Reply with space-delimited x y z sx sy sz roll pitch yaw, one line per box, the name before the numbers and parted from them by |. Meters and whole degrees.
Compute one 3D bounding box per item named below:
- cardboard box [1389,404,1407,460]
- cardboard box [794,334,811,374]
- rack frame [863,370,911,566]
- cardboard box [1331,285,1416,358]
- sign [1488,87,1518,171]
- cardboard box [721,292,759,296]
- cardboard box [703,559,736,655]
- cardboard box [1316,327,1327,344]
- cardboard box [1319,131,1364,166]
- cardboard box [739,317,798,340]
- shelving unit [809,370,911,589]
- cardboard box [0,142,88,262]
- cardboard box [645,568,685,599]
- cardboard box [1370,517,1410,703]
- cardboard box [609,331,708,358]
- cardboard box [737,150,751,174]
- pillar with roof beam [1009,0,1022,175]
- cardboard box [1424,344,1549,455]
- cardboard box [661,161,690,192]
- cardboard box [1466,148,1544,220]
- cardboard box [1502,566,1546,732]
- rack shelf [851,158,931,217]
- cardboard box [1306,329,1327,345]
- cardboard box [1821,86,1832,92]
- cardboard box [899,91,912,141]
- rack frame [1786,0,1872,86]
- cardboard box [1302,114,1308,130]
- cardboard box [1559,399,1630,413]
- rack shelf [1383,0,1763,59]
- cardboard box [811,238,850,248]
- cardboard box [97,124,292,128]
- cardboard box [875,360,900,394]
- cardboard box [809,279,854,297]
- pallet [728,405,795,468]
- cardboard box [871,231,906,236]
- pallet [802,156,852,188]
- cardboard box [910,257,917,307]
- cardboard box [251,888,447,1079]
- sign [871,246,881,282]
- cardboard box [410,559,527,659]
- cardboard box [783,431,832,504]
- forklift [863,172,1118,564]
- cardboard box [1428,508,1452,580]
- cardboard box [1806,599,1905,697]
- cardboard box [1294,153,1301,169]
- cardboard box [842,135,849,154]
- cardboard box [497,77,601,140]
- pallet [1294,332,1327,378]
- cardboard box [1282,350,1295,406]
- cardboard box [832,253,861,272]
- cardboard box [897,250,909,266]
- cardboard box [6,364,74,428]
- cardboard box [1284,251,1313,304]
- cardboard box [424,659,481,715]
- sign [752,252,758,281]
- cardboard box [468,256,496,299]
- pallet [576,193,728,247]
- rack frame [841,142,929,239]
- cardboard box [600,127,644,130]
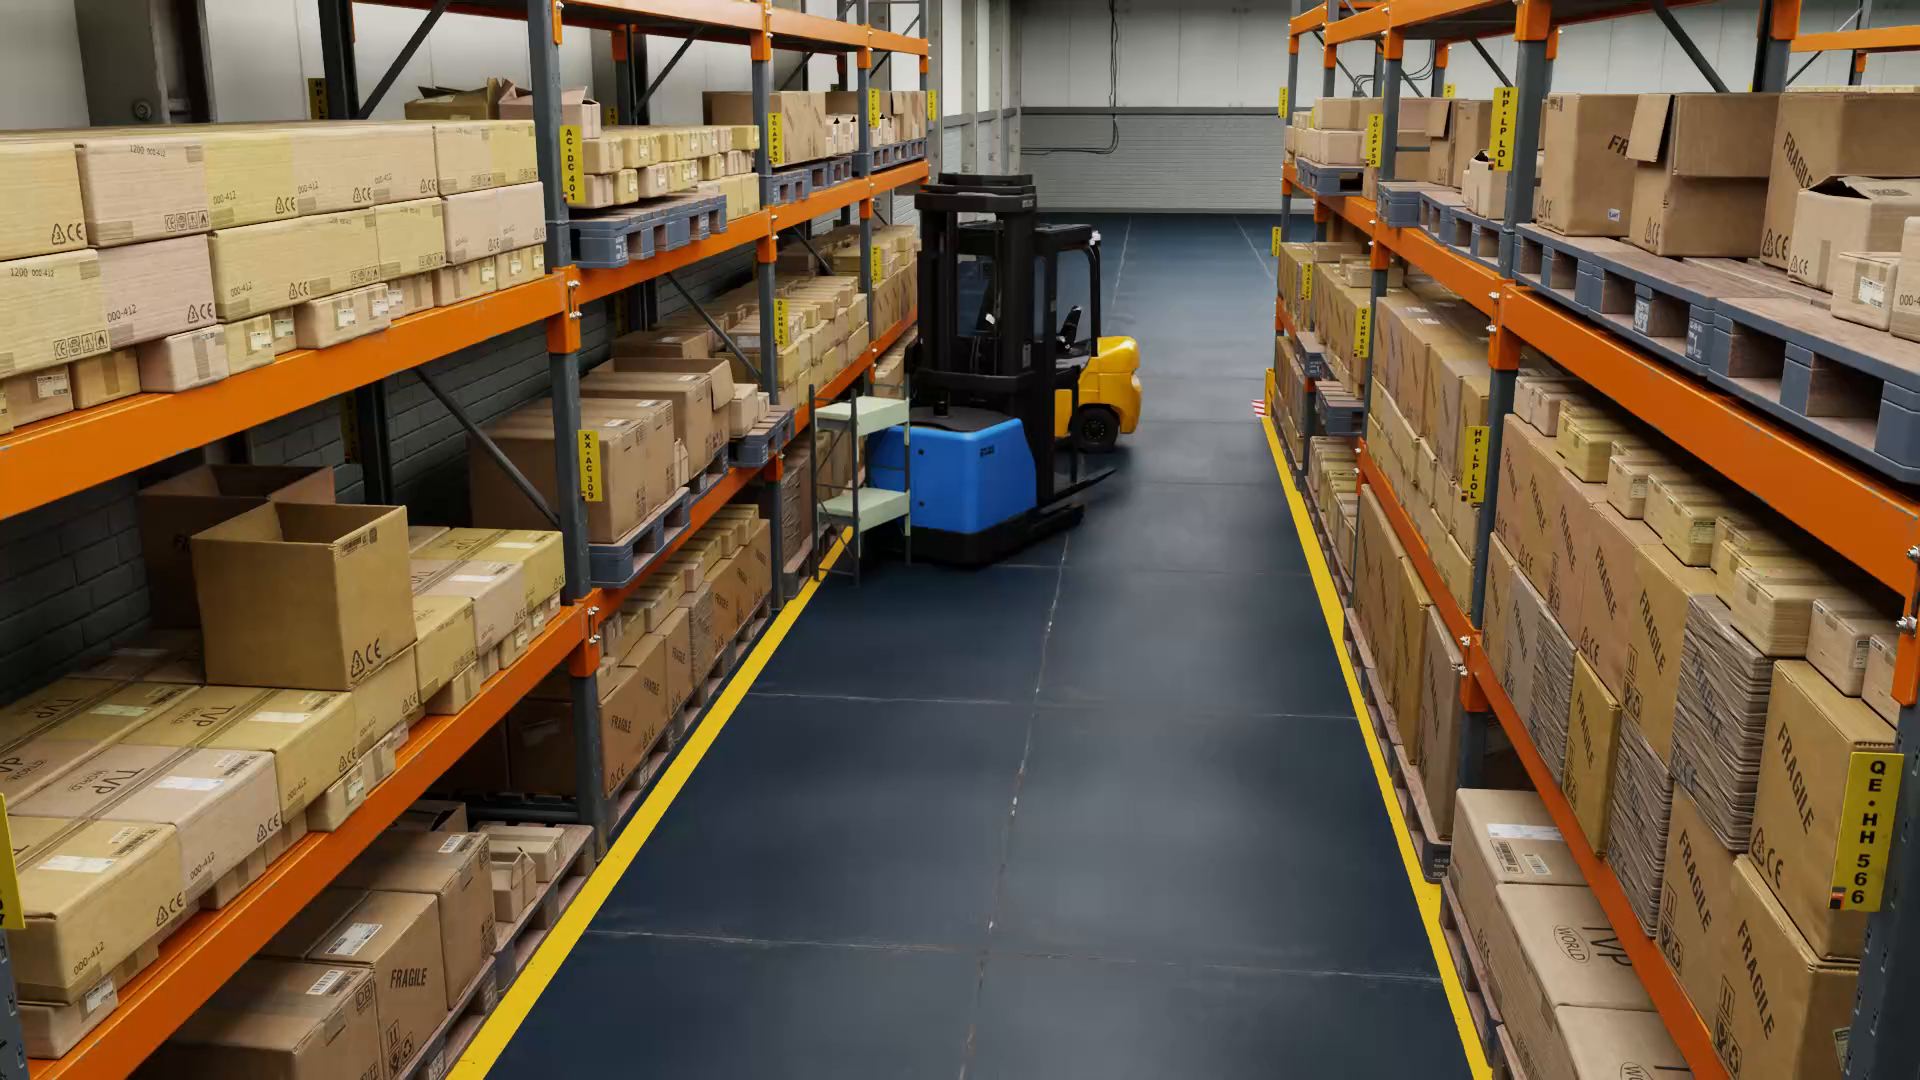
cardboard box | 2.743 -0.604 9.480 0.500 0.250 0.500 2 15 6
cardboard box | -1.409 -1.374 12.328 0.500 0.250 0.500 2 15 8
rack frame | -0.561 -0.553 12.833 0.400 1.500 0.023 8 17 29
cardboard box | 3.051 -1.609 12.299 0.500 0.500 0.500 1 15 2
sign | 2.182 -1.648 6.671 0.100 0.325 0.005 2 15 6
cardboard box | -1.757 -1.953 13.703 0.380 0.149 0.250 2 15 6
cardboard box | -1.717 0.417 10.356 0.500 0.500 0.500 2 15 9
cardboard box | 3.211 -1.743 14.038 0.380 0.149 0.250 2 15 7
cardboard box | 3.069 -3.036 12.879 0.500 0.250 0.500 2 15 6
cardboard box | -1.398 -1.540 12.176 0.380 0.149 0.250 2 15 8
shelving unit | -0.742 -0.470 12.526 0.431 1.500 0.755 8 17 29
cardboard box | -2.362 -0.761 3.744 0.500 0.250 0.500 2 15 6
cardboard box | -1.819 0.264 9.681 0.380 0.149 0.250 2 15 6
cardboard box | 2.908 0.408 9.672 0.875 0.875 0.875 2 15 7
cardboard box | -1.973 -1.090 10.950 0.500 0.500 0.500 2 15 9
cardboard box | -1.560 -2.437 10.704 0.380 0.149 0.250 2 15 7
pillar with roof beam | 5.832 -13.439 46.121 9.100 9.000 0.400 2 15 6
cardboard box | 2.650 -0.705 8.414 0.500 0.500 0.500 2 15 8
cardboard box | -1.631 -1.904 8.697 0.380 0.149 0.250 2 15 8
cardboard box | 2.613 -1.628 7.554 0.500 0.311 0.500 2 15 6
cardboard box | 2.348 0.411 6.204 0.500 0.500 0.500 2 15 7
rack shelf | -1.082 -3.625 16.952 1.077 0.370 4.000 2 15 6
cardboard box | 3.358 -1.831 15.169 0.380 0.149 0.250 2 15 6
cardboard box | 8.479 -4.267 15.908 0.380 0.149 0.250 2 15 7
cardboard box | -0.879 -4.405 17.273 0.700 0.500 0.500 2 15 7
rack frame | 9.006 -5.674 17.406 1.000 3.000 0.127 2 15 6
cardboard box | 3.523 -4.065 16.157 0.380 0.149 0.250 2 15 7
cardboard box | 2.428 -0.420 6.121 0.380 0.149 0.250 2 15 6
rack shelf | 2.947 -2.660 8.402 1.077 0.370 4.000 2 15 6
cardboard box | -1.336 -2.998 16.998 0.380 0.149 0.250 2 15 8
cardboard box | -2.649 -1.304 5.752 0.500 0.250 0.500 2 15 6
cardboard box | -0.874 -1.612 16.424 0.500 0.250 0.500 2 15 6
cardboard box | -1.137 -2.204 14.632 0.380 0.149 0.250 1 15 5
pallet | -1.766 -0.697 10.862 1.213 0.211 1.003 2 15 6
cardboard box | -0.789 -3.253 17.940 0.380 0.149 0.250 2 15 7
pallet | -1.395 -3.132 14.117 0.805 0.209 1.217 1 15 4
cardboard box | -0.719 -2.821 18.158 0.500 0.500 0.500 2 15 8
cardboard box | -2.205 1.600 5.981 0.500 0.500 0.500 2 15 7
sign | -0.768 -2.512 15.141 0.100 0.325 0.005 2 15 6
cardboard box | -2.068 0.268 6.642 0.500 0.250 0.500 2 15 6
cardboard box | -1.534 -0.530 13.620 0.875 0.625 0.625 1 15 4
forklift | 0.403 -1.562 13.824 1.130 2.935 3.031 9 17 29
cardboard box | 2.581 0.031 8.087 0.500 0.250 0.500 1 15 5
cardboard box | 2.117 0.243 3.668 0.380 0.149 0.250 2 15 7
cardboard box | 3.574 -3.812 16.750 0.380 0.149 0.250 2 15 7
cardboard box | -1.130 -3.289 13.817 0.380 0.149 0.250 2 15 6
cardboard box | -1.830 -1.919 7.389 0.396 0.266 0.258 2 15 6
pallet | 3.394 -1.573 14.102 1.003 0.211 1.213 2 15 6
cardboard box | 3.589 -1.662 17.088 0.500 0.500 0.500 2 15 7
cardboard box | -0.977 -2.584 15.468 0.380 0.149 0.250 2 15 7
cardboard box | -0.738 -2.972 17.474 0.380 0.149 0.250 2 15 7
cardboard box | -2.391 -0.364 3.997 0.380 0.149 0.250 2 15 7
cardboard box | 3.635 -2.708 17.169 0.500 0.500 0.500 1 15 5
cardboard box | -2.066 0.552 6.357 0.380 0.149 0.250 1 15 5
sign | -1.860 -2.477 15.267 0.100 0.325 0.005 2 15 6
cardboard box | -2.027 -1.022 6.431 0.380 0.149 0.250 2 15 8
pallet | -1.953 -1.724 8.904 1.213 0.211 1.003 2 15 6
rack frame | -0.857 -3.043 19.168 1.000 3.000 0.127 2 15 6
cardboard box | -2.160 -2.463 10.233 0.380 0.149 0.250 2 15 6
